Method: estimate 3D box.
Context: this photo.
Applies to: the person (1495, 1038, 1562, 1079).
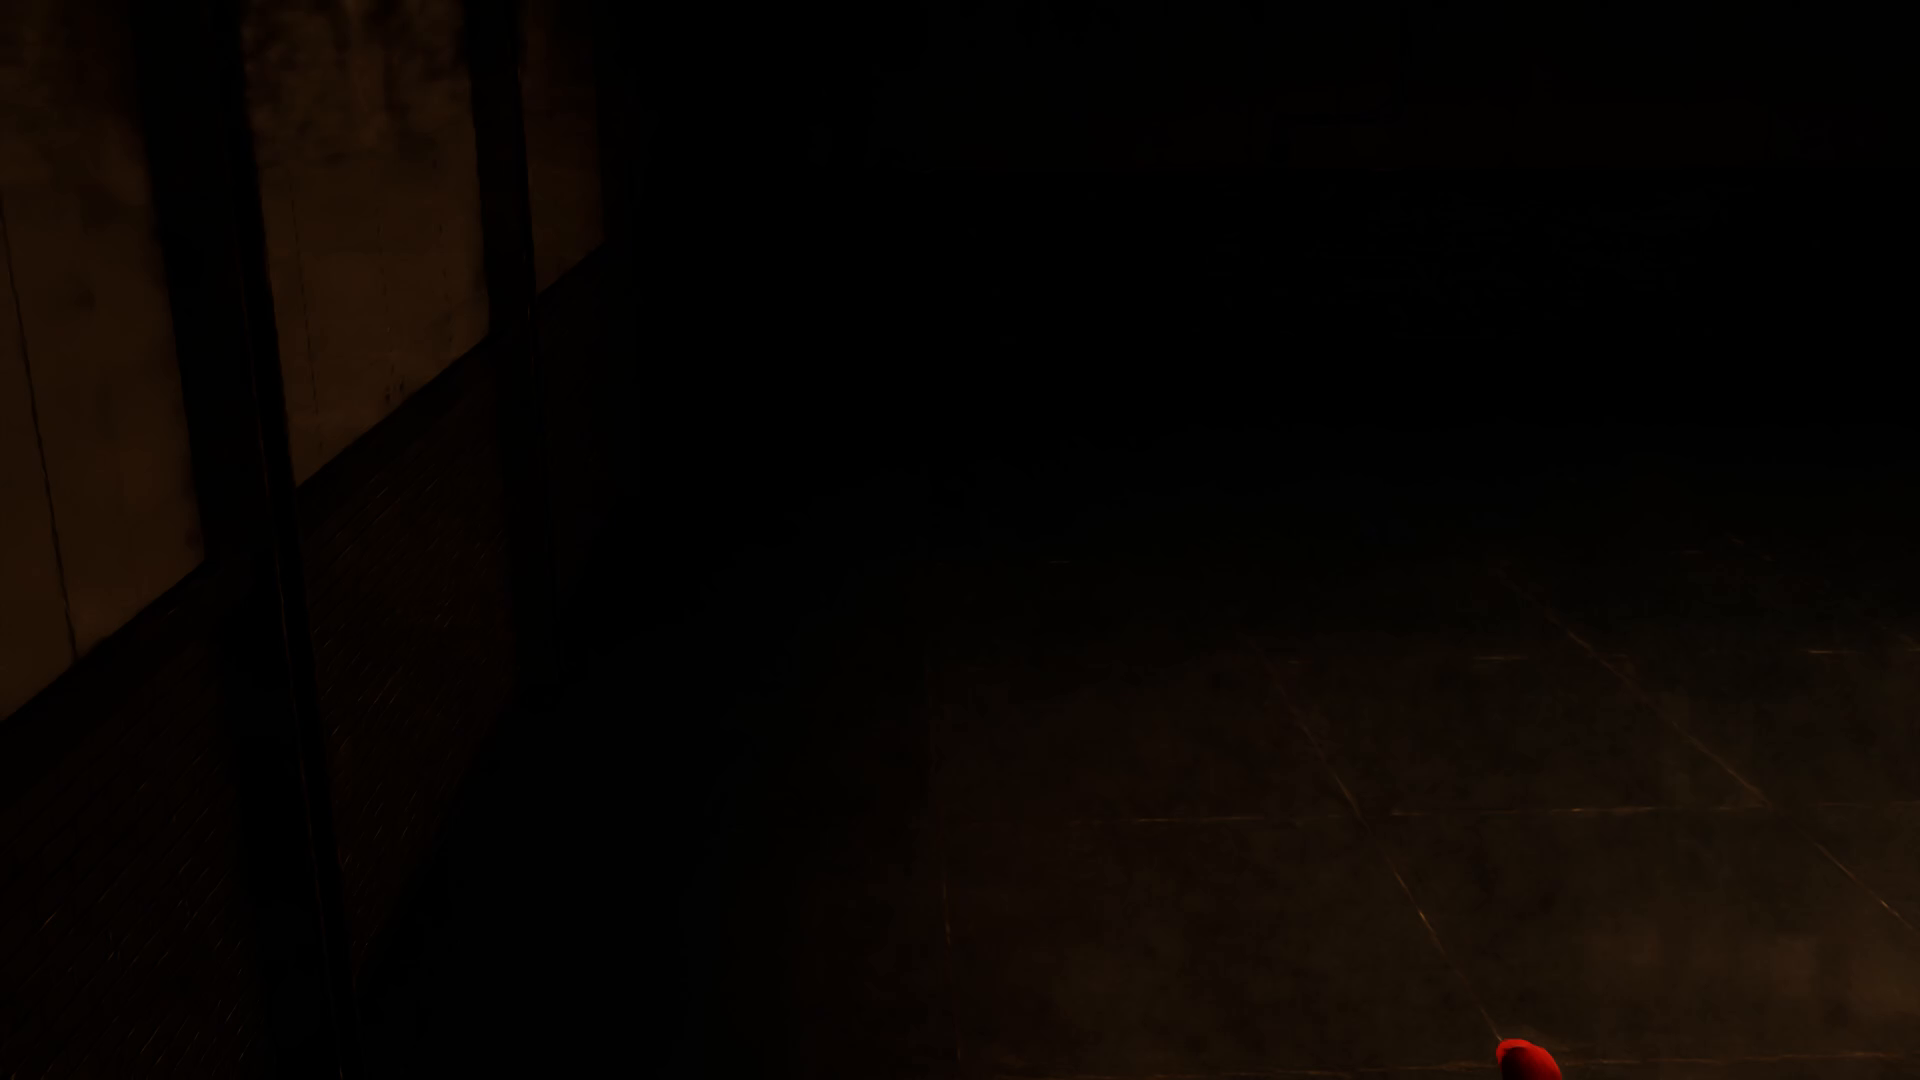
[{"bbox_3d":[0.009,-0.886,3.731,0.637,1.787,0.564,-1,17,-3],"label":"person"}]
